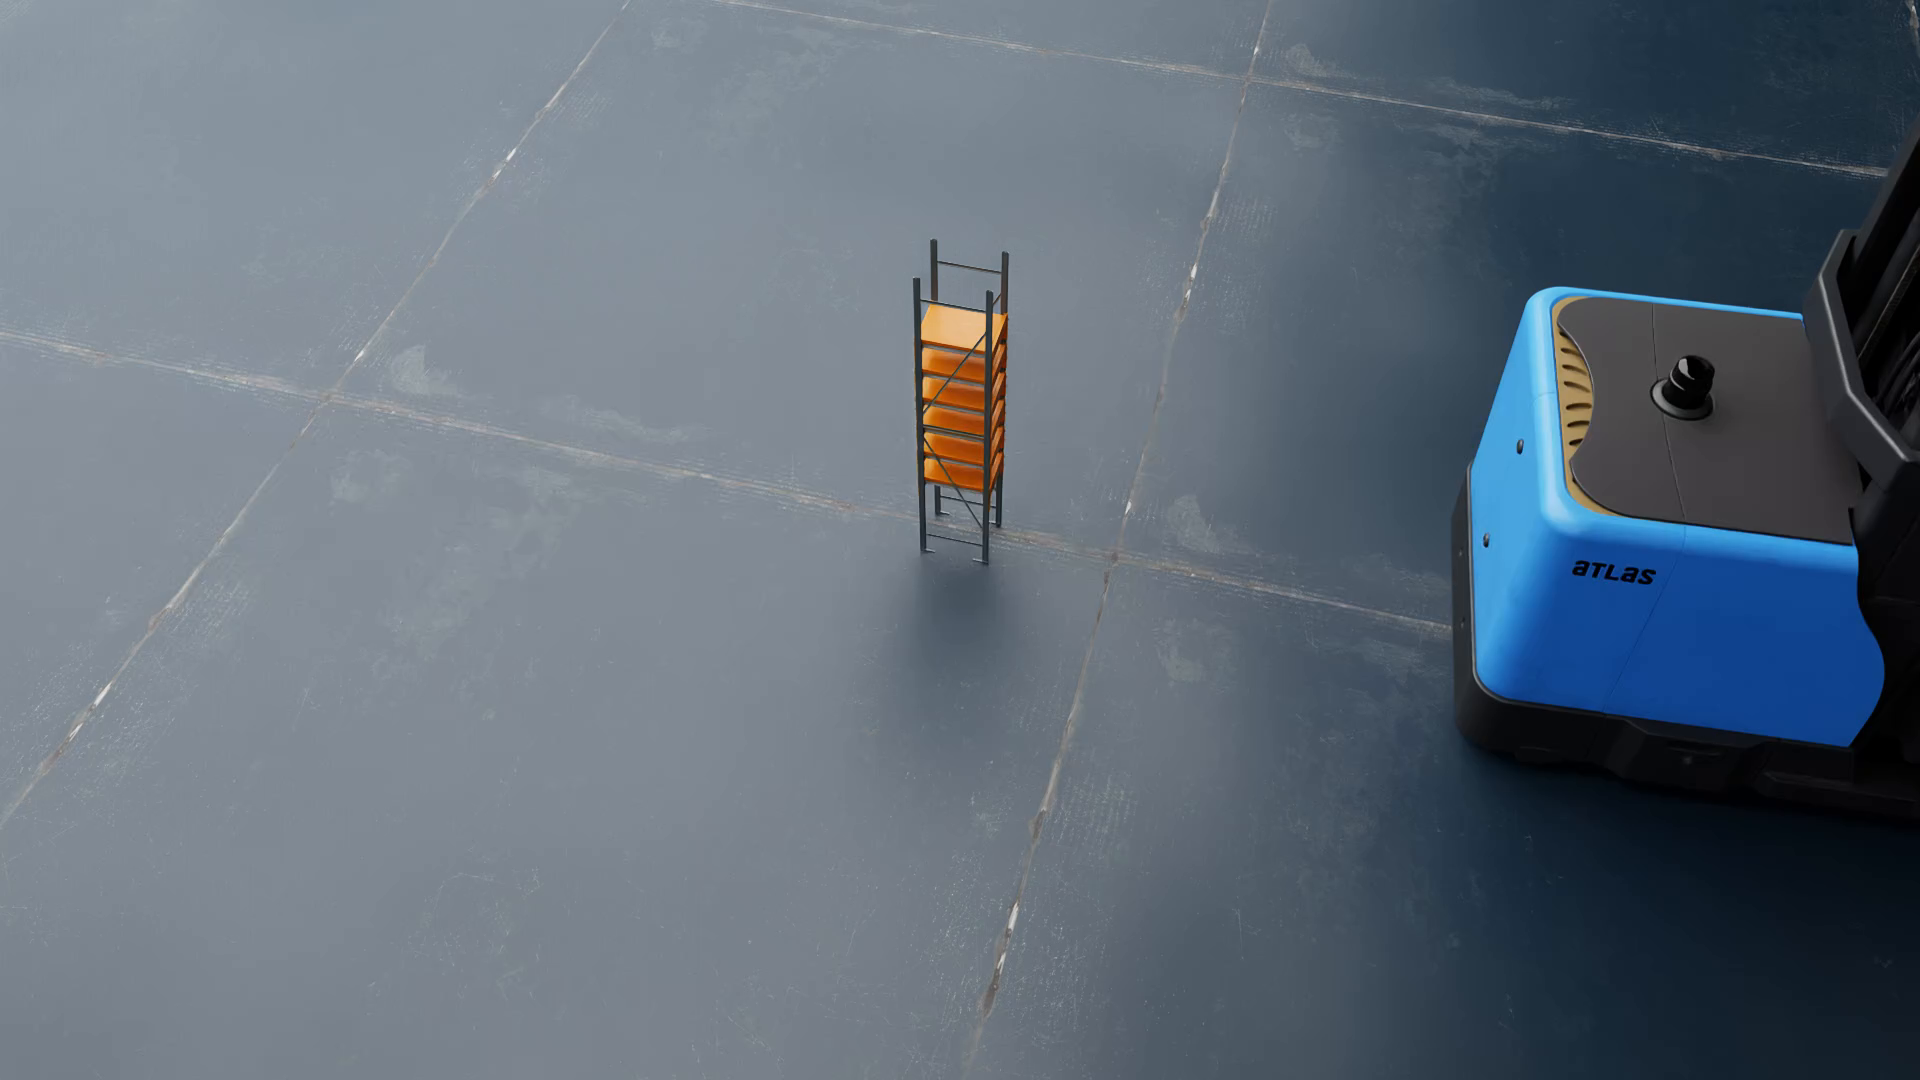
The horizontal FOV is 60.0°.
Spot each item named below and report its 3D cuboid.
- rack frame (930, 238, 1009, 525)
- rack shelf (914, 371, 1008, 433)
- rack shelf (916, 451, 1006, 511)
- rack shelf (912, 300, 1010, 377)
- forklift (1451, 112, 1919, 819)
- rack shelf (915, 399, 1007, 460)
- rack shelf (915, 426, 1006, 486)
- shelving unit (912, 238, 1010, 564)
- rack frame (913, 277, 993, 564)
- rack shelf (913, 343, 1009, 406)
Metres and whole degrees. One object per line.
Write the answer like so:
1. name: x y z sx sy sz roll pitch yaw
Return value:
1. rack frame: 0.028 -0.474 5.368 0.240 1.200 0.006 12 50 10
2. rack shelf: 0.004 -0.458 5.253 0.258 0.103 0.180 12 50 10
3. rack shelf: 0.004 -0.219 5.523 0.258 0.103 0.180 12 50 10
4. rack shelf: 0.004 -0.616 5.073 0.258 0.103 0.180 12 50 10
5. forklift: 3.104 -0.480 4.219 3.031 2.935 1.130 8 49 7
6. rack shelf: 0.004 -0.378 5.343 0.258 0.103 0.180 12 50 10
7. rack shelf: 0.004 -0.299 5.433 0.258 0.103 0.180 12 50 10
8. shelving unit: 0.004 -0.407 5.309 0.258 1.200 0.189 12 50 10
9. rack frame: -0.020 -0.341 5.251 0.240 1.200 0.006 12 50 10
10. rack shelf: 0.004 -0.537 5.163 0.258 0.103 0.180 12 50 10
